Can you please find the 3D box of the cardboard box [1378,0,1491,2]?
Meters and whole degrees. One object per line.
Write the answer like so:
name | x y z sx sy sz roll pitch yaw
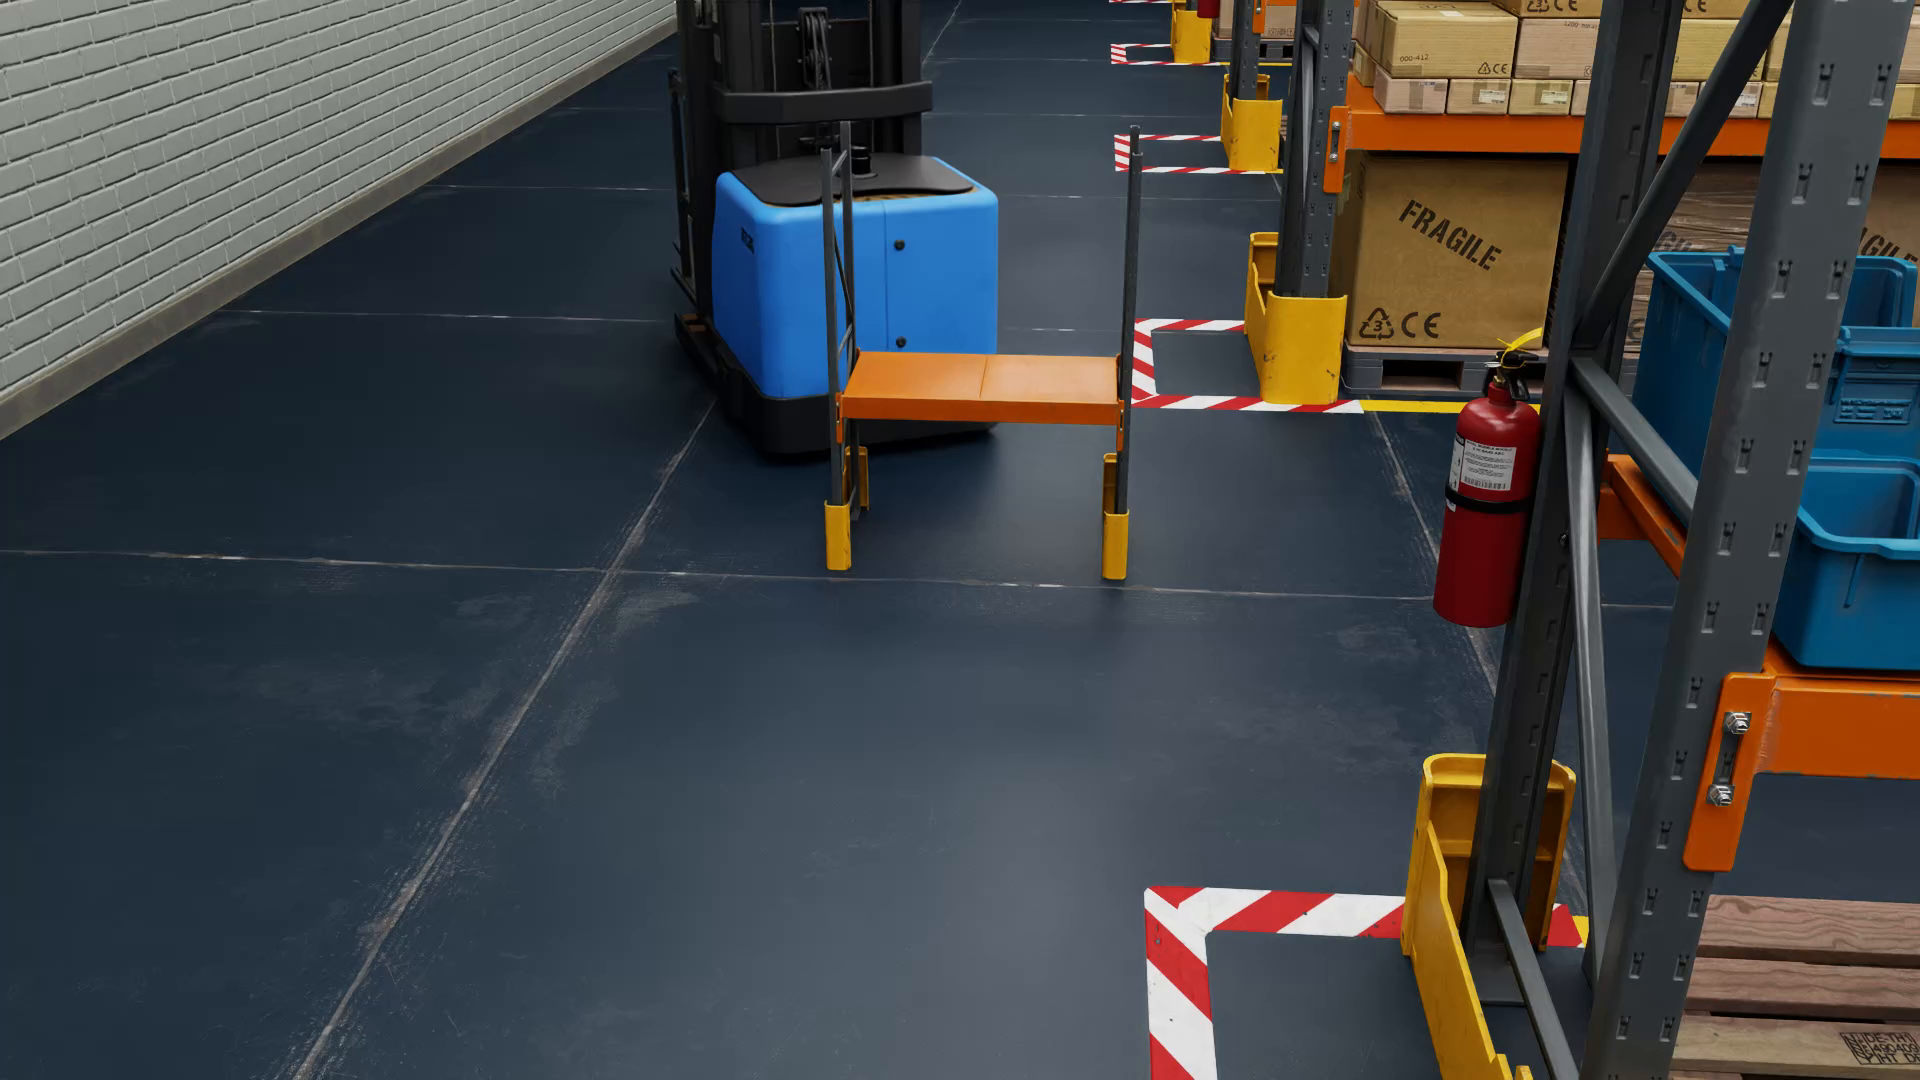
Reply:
cardboard box | 2.128 -2.724 7.509 0.500 0.500 0.500 2 25 5

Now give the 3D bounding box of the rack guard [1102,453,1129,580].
rack guard | 0.573 -0.095 6.158 0.087 0.250 0.587 2 25 4

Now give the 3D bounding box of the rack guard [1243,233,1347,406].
rack guard | 1.599 -1.088 8.016 0.348 0.500 1.175 2 25 4

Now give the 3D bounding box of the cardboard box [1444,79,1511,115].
cardboard box | 2.207 -1.952 7.204 0.250 0.149 0.380 1 25 3

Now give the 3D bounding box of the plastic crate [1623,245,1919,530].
plastic crate | 1.592 -0.269 3.132 0.499 0.435 0.616 2 25 4

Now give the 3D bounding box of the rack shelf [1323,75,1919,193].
rack shelf | 3.617 -1.832 7.503 4.000 0.370 1.077 2 25 4

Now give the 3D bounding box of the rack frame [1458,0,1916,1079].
rack frame | 1.243 -0.158 3.006 0.127 3.000 1.000 2 25 4

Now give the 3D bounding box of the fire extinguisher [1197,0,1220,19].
fire extinguisher | 1.887 -4.283 12.507 0.183 0.674 0.296 2 25 4

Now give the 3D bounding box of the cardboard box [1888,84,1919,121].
cardboard box | 4.000 -1.895 7.080 0.250 0.149 0.380 1 25 3

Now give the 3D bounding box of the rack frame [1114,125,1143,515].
rack frame | 0.592 -0.662 5.895 0.032 1.500 0.500 2 25 4

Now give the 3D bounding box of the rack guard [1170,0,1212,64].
rack guard | 2.357 -5.218 16.992 0.348 0.500 1.175 2 25 4

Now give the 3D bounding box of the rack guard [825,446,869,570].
rack guard | -0.421 -0.127 6.227 0.087 0.250 0.587 2 25 4

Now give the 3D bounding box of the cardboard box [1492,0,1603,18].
cardboard box | 2.579 -2.486 6.992 0.500 0.500 0.500 1 25 3

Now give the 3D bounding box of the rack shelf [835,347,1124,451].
rack shelf | 0.085 -0.515 6.006 1.000 0.185 0.538 2 25 4

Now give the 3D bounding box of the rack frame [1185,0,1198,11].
rack frame | 2.381 -6.353 16.468 0.127 3.000 1.000 2 25 4

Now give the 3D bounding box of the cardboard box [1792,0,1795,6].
cardboard box | 3.659 -2.337 7.564 0.500 0.250 0.500 2 25 4

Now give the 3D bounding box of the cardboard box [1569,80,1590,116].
cardboard box | 2.723 -1.936 7.170 0.250 0.149 0.380 1 25 3

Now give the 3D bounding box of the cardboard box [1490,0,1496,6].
cardboard box | 2.632 -2.368 7.632 0.500 0.250 0.500 1 25 3

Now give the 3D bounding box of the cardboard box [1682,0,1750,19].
cardboard box | 3.096 -2.472 6.961 0.500 0.500 0.500 1 25 3

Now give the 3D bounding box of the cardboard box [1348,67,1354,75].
cardboard box | 2.883 -3.336 12.107 0.250 0.149 0.380 2 25 5

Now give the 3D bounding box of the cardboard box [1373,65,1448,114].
cardboard box | 1.951 -1.960 7.221 0.250 0.149 0.380 2 25 5

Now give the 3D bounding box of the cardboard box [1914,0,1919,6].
cardboard box | 4.143 -2.658 7.364 0.500 0.500 0.500 1 25 2

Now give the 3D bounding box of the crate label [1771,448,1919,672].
crate label | 1.464 0.036 2.713 0.303 0.233 0.416 2 25 4

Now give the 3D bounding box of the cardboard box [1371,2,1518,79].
cardboard box | 2.080 -2.162 7.183 0.500 0.250 0.500 1 25 3

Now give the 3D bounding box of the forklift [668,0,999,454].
forklift | -0.796 -2.277 7.692 1.130 2.935 3.031 -8 26 -18

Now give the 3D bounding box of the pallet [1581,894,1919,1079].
pallet | 2.063 1.151 3.496 1.213 0.211 1.003 2 25 4

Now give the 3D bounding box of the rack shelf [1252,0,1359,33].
rack shelf | 4.097 -3.896 11.989 4.000 0.370 1.077 2 25 4

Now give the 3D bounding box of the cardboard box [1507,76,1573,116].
cardboard box | 2.462 -1.944 7.187 0.250 0.149 0.380 1 25 3

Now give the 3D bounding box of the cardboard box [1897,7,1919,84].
cardboard box | 4.125 -2.098 7.045 0.500 0.250 0.500 2 25 5

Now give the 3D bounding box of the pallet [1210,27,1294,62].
pallet | 3.184 -5.093 17.066 1.213 0.211 1.003 2 25 4

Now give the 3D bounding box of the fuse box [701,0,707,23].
fuse box | -2.937 -6.809 19.001 0.414 1.711 0.539 2 25 4

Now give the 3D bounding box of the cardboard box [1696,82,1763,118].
cardboard box | 3.233 -1.920 7.134 0.250 0.149 0.380 2 25 3

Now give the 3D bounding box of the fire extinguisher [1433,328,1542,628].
fire extinguisher | 1.128 -0.148 3.522 0.183 0.674 0.296 2 25 4

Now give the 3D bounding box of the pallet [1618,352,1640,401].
pallet | 3.639 -0.923 8.003 1.213 0.211 1.003 2 25 4

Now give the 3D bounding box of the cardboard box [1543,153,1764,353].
cardboard box | 3.174 -1.432 7.813 0.875 0.875 0.875 2 25 4

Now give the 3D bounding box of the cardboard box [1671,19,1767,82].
cardboard box | 3.100 -2.130 7.115 0.500 0.250 0.500 1 25 2

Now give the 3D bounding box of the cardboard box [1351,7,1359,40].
cardboard box | 3.960 -5.375 16.905 0.875 0.438 0.875 2 25 5

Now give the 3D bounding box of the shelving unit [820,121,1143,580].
shelving unit | 0.076 -0.679 5.931 1.083 1.500 0.587 2 25 4

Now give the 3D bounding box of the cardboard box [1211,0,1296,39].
cardboard box | 3.047 -5.400 16.961 0.875 0.438 0.875 1 25 2

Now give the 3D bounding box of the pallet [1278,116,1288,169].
pallet | 2.986 -2.977 12.467 1.213 0.211 1.003 2 25 4

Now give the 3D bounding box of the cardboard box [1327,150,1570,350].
cardboard box | 2.267 -1.461 7.876 0.875 0.875 0.875 2 25 4

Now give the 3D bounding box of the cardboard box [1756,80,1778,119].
cardboard box | 3.485 -1.911 7.115 0.250 0.149 0.380 1 25 3

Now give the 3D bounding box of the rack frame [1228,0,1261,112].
rack frame | 2.103 -4.287 11.978 0.127 3.000 1.000 2 25 4

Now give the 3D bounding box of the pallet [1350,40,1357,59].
pallet | 4.398 -5.053 16.979 1.213 0.211 1.003 2 25 4

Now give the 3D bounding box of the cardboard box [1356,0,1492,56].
cardboard box | 2.126 -2.385 7.668 0.500 0.250 0.500 1 25 3

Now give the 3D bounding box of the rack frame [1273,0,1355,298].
rack frame | 1.623 -2.223 7.492 0.127 3.000 1.000 2 25 4

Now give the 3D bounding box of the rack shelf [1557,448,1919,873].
rack shelf | 3.237 0.232 3.017 4.000 0.370 1.077 2 25 4

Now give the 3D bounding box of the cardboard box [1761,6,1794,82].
cardboard box | 3.621 -2.116 7.083 0.500 0.250 0.500 1 25 3

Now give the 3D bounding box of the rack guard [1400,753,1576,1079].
rack guard | 1.218 0.982 3.518 0.348 0.500 1.175 2 25 4

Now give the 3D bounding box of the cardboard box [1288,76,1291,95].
cardboard box | 2.651 -3.420 12.645 0.250 0.149 0.380 1 25 3

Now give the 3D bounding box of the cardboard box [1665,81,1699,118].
cardboard box | 2.976 -1.928 7.151 0.250 0.149 0.380 1 25 3

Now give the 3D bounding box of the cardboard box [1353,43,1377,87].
cardboard box | 2.003 -2.234 7.818 0.250 0.149 0.380 2 25 5

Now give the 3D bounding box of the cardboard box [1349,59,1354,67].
cardboard box | 2.896 -3.509 12.485 0.250 0.149 0.380 2 25 5

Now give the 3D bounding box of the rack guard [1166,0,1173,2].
rack guard | 2.833 -7.284 21.482 0.348 0.500 1.175 2 25 4

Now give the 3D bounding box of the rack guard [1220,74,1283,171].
rack guard | 2.179 -3.149 12.495 0.348 0.500 1.175 2 25 4

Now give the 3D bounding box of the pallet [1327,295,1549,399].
pallet | 2.426 -0.963 8.090 1.213 0.211 1.003 2 25 4

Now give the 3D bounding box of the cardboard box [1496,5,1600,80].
cardboard box | 2.599 -2.148 7.153 0.500 0.250 0.500 2 25 3

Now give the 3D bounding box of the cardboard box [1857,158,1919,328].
cardboard box | 4.061 -1.404 7.751 0.875 0.875 0.875 2 25 4

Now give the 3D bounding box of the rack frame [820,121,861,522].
rack frame | -0.422 -0.695 5.966 0.032 1.500 0.500 2 25 4
